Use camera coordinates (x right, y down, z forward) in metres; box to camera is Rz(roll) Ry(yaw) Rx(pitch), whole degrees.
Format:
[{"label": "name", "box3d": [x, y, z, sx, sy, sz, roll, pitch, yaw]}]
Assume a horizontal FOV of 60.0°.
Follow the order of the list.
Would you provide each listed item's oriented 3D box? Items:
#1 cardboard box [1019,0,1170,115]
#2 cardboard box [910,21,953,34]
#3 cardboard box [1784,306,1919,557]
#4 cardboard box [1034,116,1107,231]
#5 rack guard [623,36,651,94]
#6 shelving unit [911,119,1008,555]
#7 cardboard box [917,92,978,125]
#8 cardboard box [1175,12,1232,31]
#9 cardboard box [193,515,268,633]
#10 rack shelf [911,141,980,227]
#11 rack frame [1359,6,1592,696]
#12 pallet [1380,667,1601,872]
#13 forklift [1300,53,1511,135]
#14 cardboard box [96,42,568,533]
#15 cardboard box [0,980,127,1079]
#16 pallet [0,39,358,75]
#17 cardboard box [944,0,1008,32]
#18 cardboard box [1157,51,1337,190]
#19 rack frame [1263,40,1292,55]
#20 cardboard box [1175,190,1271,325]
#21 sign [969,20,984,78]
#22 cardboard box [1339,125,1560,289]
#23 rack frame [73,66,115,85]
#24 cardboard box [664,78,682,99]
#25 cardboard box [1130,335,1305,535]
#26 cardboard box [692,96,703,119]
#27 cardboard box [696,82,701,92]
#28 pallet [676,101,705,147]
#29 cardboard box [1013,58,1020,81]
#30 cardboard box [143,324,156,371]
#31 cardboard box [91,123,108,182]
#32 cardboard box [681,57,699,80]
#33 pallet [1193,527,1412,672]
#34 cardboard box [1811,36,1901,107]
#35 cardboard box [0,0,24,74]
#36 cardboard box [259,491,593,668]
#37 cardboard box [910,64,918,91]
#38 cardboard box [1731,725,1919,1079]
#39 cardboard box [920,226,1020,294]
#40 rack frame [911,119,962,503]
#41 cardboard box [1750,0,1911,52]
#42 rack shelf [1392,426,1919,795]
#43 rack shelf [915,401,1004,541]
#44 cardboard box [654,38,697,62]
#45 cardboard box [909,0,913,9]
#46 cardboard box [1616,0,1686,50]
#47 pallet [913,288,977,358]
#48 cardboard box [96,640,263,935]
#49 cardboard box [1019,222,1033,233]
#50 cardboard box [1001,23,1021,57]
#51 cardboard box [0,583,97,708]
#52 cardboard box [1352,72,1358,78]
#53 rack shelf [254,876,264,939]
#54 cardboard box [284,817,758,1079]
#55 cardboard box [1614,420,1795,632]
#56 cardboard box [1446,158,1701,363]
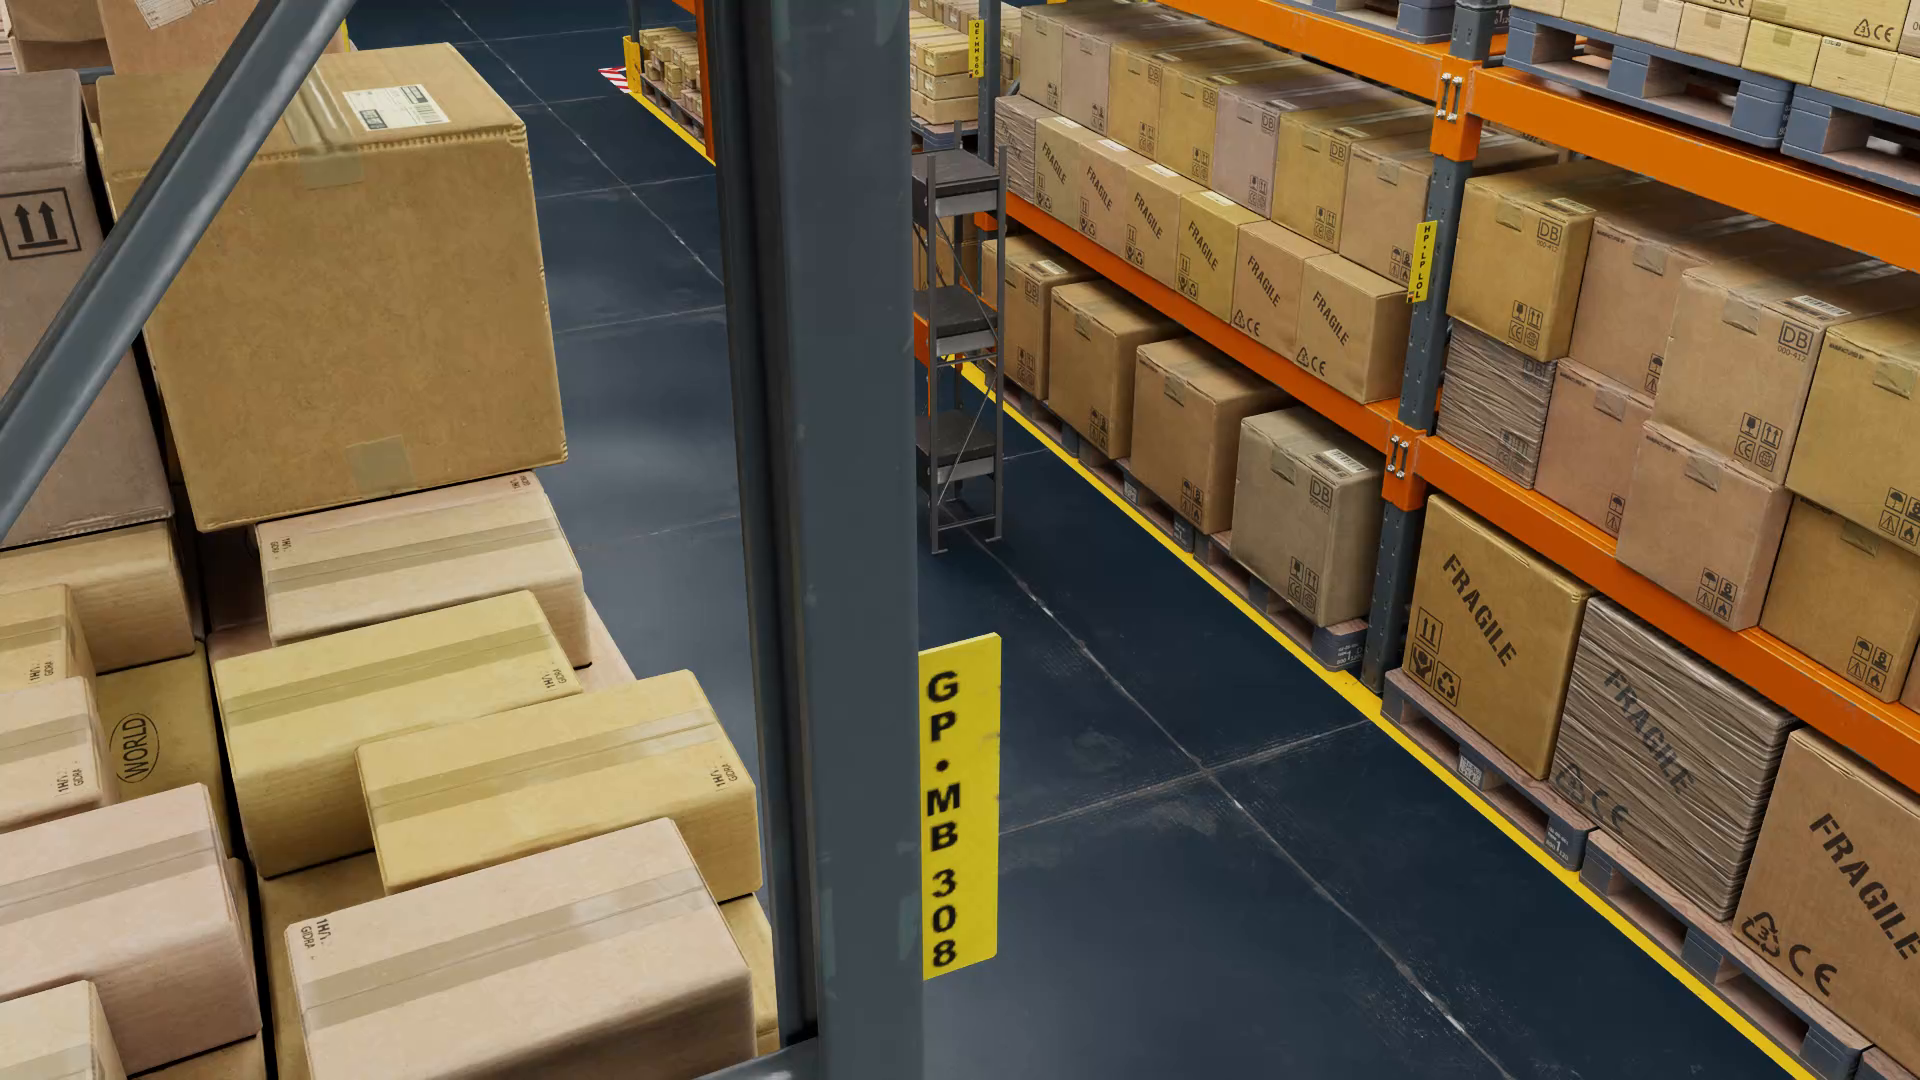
[{"label": "cardboard box", "box3d": [0.767, -2.783, 9.522, 0.700, 0.500, 0.500, -13, 32, -22]}, {"label": "cardboard box", "box3d": [-0.259, -3.185, 10.581, 0.380, 0.149, 0.250, -12, 31, -20]}, {"label": "cardboard box", "box3d": [3.112, -0.385, 5.112, 0.875, 0.550, 0.500, -13, 32, -22]}, {"label": "cardboard box", "box3d": [0.753, -2.069, 9.270, 0.500, 0.500, 0.500, -13, 32, -22]}, {"label": "rack guard", "box3d": [-2.818, -4.914, 17.002, 1.175, 0.500, 0.348, -13, 32, -22]}, {"label": "shelving unit", "box3d": [-0.071, -0.989, 8.367, 0.431, 2.100, 0.503, -13, 32, -22]}, {"label": "cardboard box", "box3d": [-0.043, -2.699, 10.324, 0.380, 0.149, 0.250, -13, 32, -21]}, {"label": "cardboard box", "box3d": [2.736, -5.116, 16.997, 0.875, 0.438, 0.875, -14, 32, -23]}, {"label": "cardboard box", "box3d": [-0.914, 0.070, 2.644, 0.500, 0.250, 0.500, -13, 32, -22]}, {"label": "rack shelf", "box3d": [-0.275, -3.074, 11.900, 1.077, 0.370, 4.000, -13, 32, -22]}, {"label": "rack frame", "box3d": [2.301, -0.737, 6.998, 1.000, 3.000, 0.127, -13, 32, -22]}, {"label": "pallet", "box3d": [2.557, 0.831, 7.051, 1.003, 0.211, 1.213, -13, 32, -22]}, {"label": "forklift", "box3d": [2.906, -2.695, 10.560, 1.130, 2.935, 3.031, -15, 33, -25]}, {"label": "cardboard box", "box3d": [-0.898, -0.386, 2.387, 0.500, 0.500, 0.500, -13, 32, -22]}, {"label": "cardboard box", "box3d": [-0.906, 0.553, 1.376, 0.380, 0.149, 0.250, -13, 32, -22]}, {"label": "pallet", "box3d": [-2.391, -1.262, 5.059, 1.213, 0.211, 1.003, -13, 32, -22]}, {"label": "cardboard box", "box3d": [0.110, -3.546, 11.226, 0.380, 0.149, 0.250, -12, 31, -20]}, {"label": "cardboard box", "box3d": [1.428, -2.108, 8.319, 0.700, 0.500, 0.500, -13, 32, -22]}, {"label": "rack frame", "box3d": [3.294, -5.355, 15.233, 1.000, 3.000, 0.127, -13, 32, -22]}, {"label": "cardboard box", "box3d": [1.402, -1.402, 8.080, 0.500, 0.500, 0.500, -13, 32, -21]}, {"label": "sign", "box3d": [0.098, -2.856, 9.674, 0.100, 0.325, 0.005, -13, 32, -22]}, {"label": "cardboard box", "box3d": [2.083, -1.435, 7.118, 0.700, 0.500, 0.500, -14, 32, -23]}, {"label": "rack frame", "box3d": [-2.222, -2.357, 3.753, 1.000, 3.000, 0.127, -13, 32, -22]}, {"label": "cardboard box", "box3d": [-2.605, -4.336, 15.902, 0.380, 0.149, 0.250, -13, 32, -21]}, {"label": "cardboard box", "box3d": [1.543, -0.621, 8.662, 1.050, 0.750, 0.750, -13, 32, -22]}, {"label": "cardboard box", "box3d": [-2.239, -3.999, 15.299, 0.380, 0.149, 0.250, -13, 32, -22]}, {"label": "cardboard box", "box3d": [-2.240, -4.255, 15.453, 0.380, 0.149, 0.250, -11, 31, -19]}, {"label": "pallet", "box3d": [-1.981, -3.884, 15.460, 1.003, 0.211, 1.213, -13, 32, -22]}, {"label": "cardboard box", "box3d": [0.558, -2.963, 10.491, 0.380, 0.149, 0.250, -12, 31, -20]}, {"label": "cardboard box", "box3d": [-1.825, -0.276, 3.262, 0.500, 0.250, 0.500, -14, 32, -24]}, {"label": "cardboard box", "box3d": [-2.185, -0.846, 3.870, 0.380, 0.149, 0.250, -15, 32, -24]}, {"label": "cardboard box", "box3d": [-2.350, -4.357, 15.331, 0.380, 0.149, 0.250, -13, 32, -21]}, {"label": "pallet", "box3d": [1.902, 0.154, 8.259, 1.003, 0.211, 1.213, -13, 32, -22]}, {"label": "cardboard box", "box3d": [2.699, -1.368, 4.782, 0.380, 0.149, 0.250, -13, 32, -22]}, {"label": "cardboard box", "box3d": [-2.716, -1.567, 5.120, 0.396, 0.266, 0.258, -12, 31, -20]}, {"label": "cardboard box", "box3d": [-0.710, 0.084, 2.213, 0.380, 0.149, 0.250, -12, 31, -20]}, {"label": "cardboard box", "box3d": [-0.156, -2.948, 10.463, 0.380, 0.149, 0.250, -12, 31, -20]}, {"label": "cardboard box", "box3d": [3.288, 1.099, 5.465, 0.875, 0.875, 0.875, -14, 32, -23]}, {"label": "cardboard box", "box3d": [0.065, -1.833, 11.078, 0.500, 0.500, 0.500, -13, 32, -22]}, {"label": "rack frame", "box3d": [-0.176, -1.097, 8.559, 0.400, 2.100, 0.015, -13, 32, -22]}, {"label": "cardboard box", "box3d": [2.693, -1.616, 4.817, 0.500, 0.250, 0.500, -13, 32, -23]}, {"label": "rack shelf", "box3d": [3.160, 0.460, 5.598, 1.077, 0.370, 4.000, -13, 32, -22]}, {"label": "rack shelf", "box3d": [-0.071, -0.367, 8.716, 0.431, 0.518, 0.480, -13, 32, -22]}, {"label": "cardboard box", "box3d": [-2.713, -4.700, 15.941, 0.380, 0.149, 0.250, -13, 32, -22]}, {"label": "cardboard box", "box3d": [-0.226, -3.892, 11.843, 0.380, 0.149, 0.250, -15, 32, -24]}, {"label": "cardboard box", "box3d": [2.369, -1.706, 5.384, 0.380, 0.149, 0.250, -13, 32, -22]}, {"label": "pallet", "box3d": [0.250, -1.633, 11.447, 1.003, 0.211, 1.213, -13, 32, -22]}, {"label": "cardboard box", "box3d": [-1.158, 0.404, 2.049, 0.500, 0.250, 0.500, -13, 32, -22]}, {"label": "cardboard box", "box3d": [0.506, -2.280, 11.108, 0.500, 0.250, 0.500, -15, 32, -24]}, {"label": "cardboard box", "box3d": [0.443, -3.200, 10.609, 0.380, 0.149, 0.250, -14, 32, -23]}, {"label": "cardboard box", "box3d": [-1.257, 0.209, 1.989, 0.380, 0.149, 0.250, -13, 32, -22]}, {"label": "cardboard box", "box3d": [4.027, -3.957, 14.483, 0.875, 0.875, 0.875, -12, 31, -21]}, {"label": "rack shelf", "box3d": [-1.363, 0.149, 3.087, 1.077, 0.370, 4.000, -13, 32, -22]}, {"label": "cardboard box", "box3d": [-0.414, 0.440, 1.578, 0.380, 0.149, 0.250, -13, 32, -22]}, {"label": "cardboard box", "box3d": [2.852, -0.141, 5.781, 0.875, 0.550, 0.550, -13, 32, -22]}, {"label": "cardboard box", "box3d": [2.428, -1.103, 6.393, 0.875, 0.550, 0.550, -13, 32, -22]}]
